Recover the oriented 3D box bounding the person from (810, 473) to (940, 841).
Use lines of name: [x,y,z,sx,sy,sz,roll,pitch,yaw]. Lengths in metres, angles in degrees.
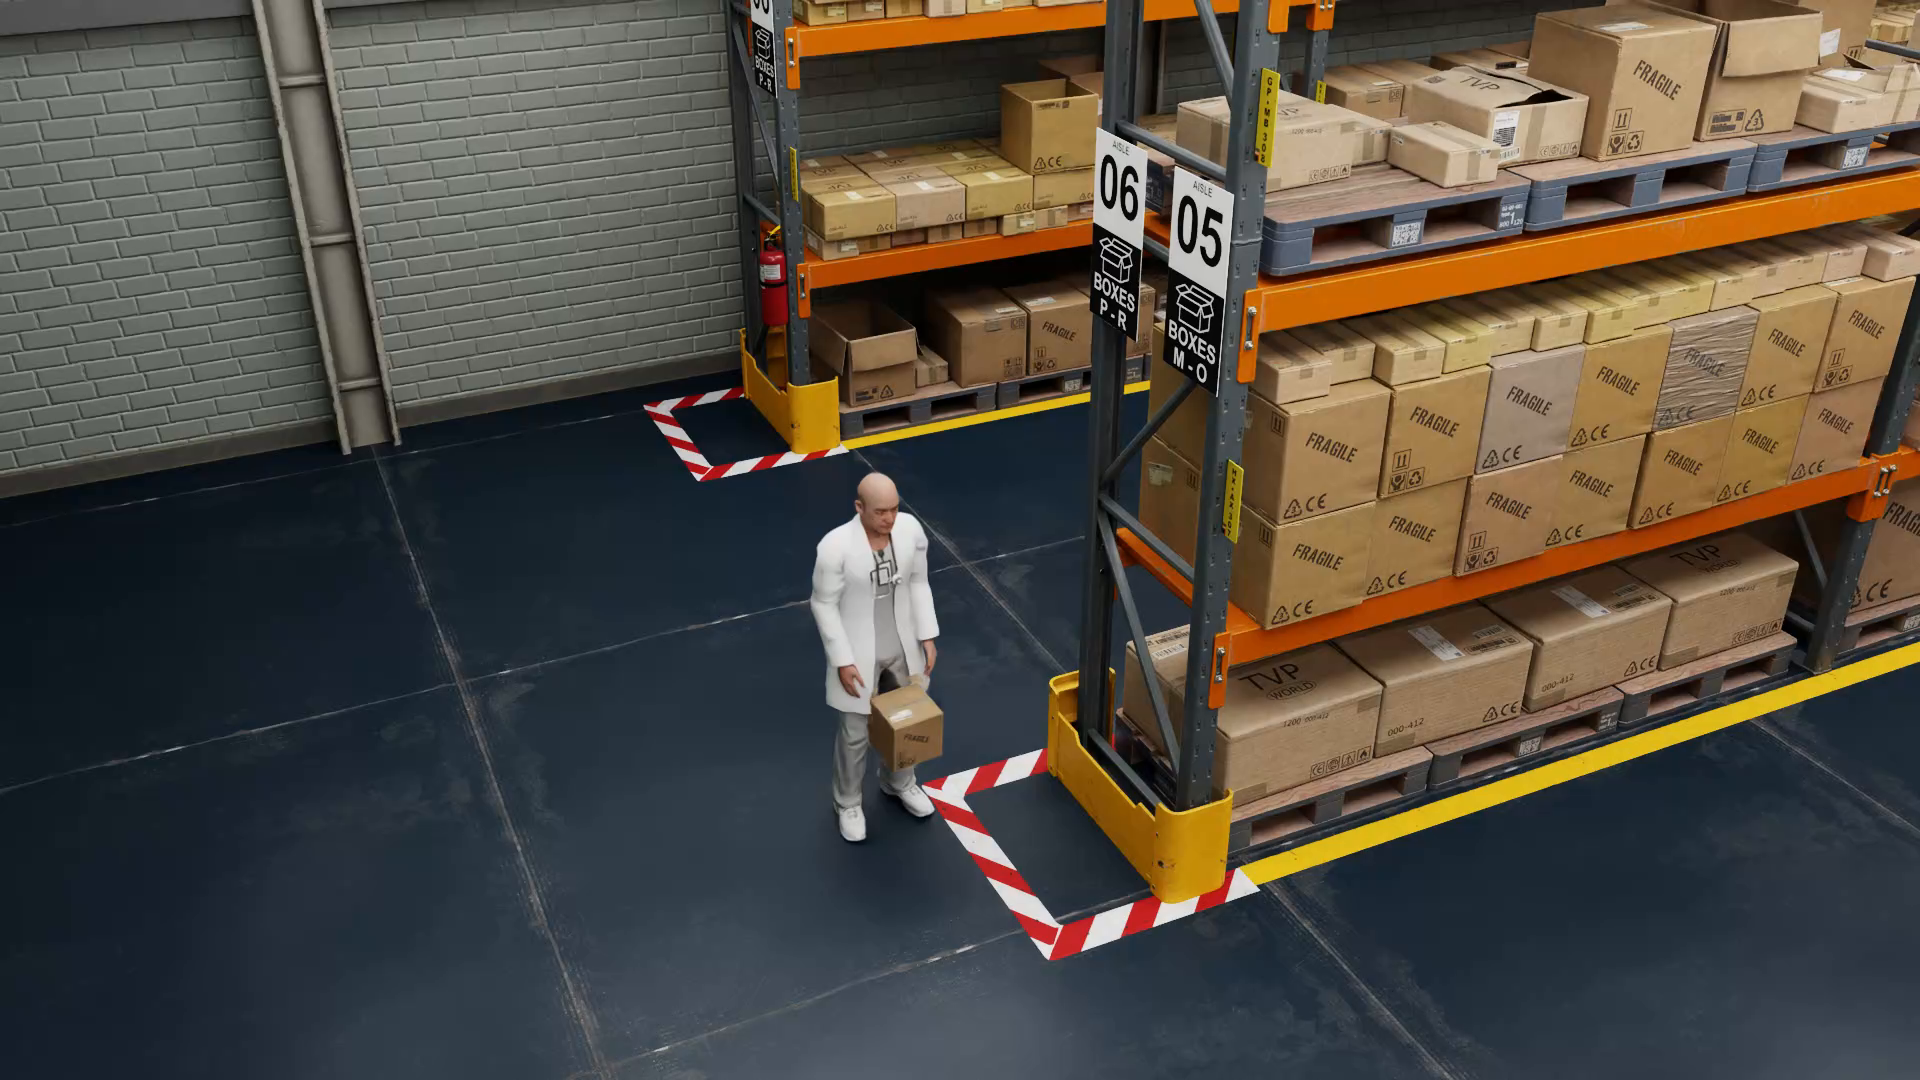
person: [-0.373,0.502,7.565,0.587,1.779,0.424,-16,33,-26]
